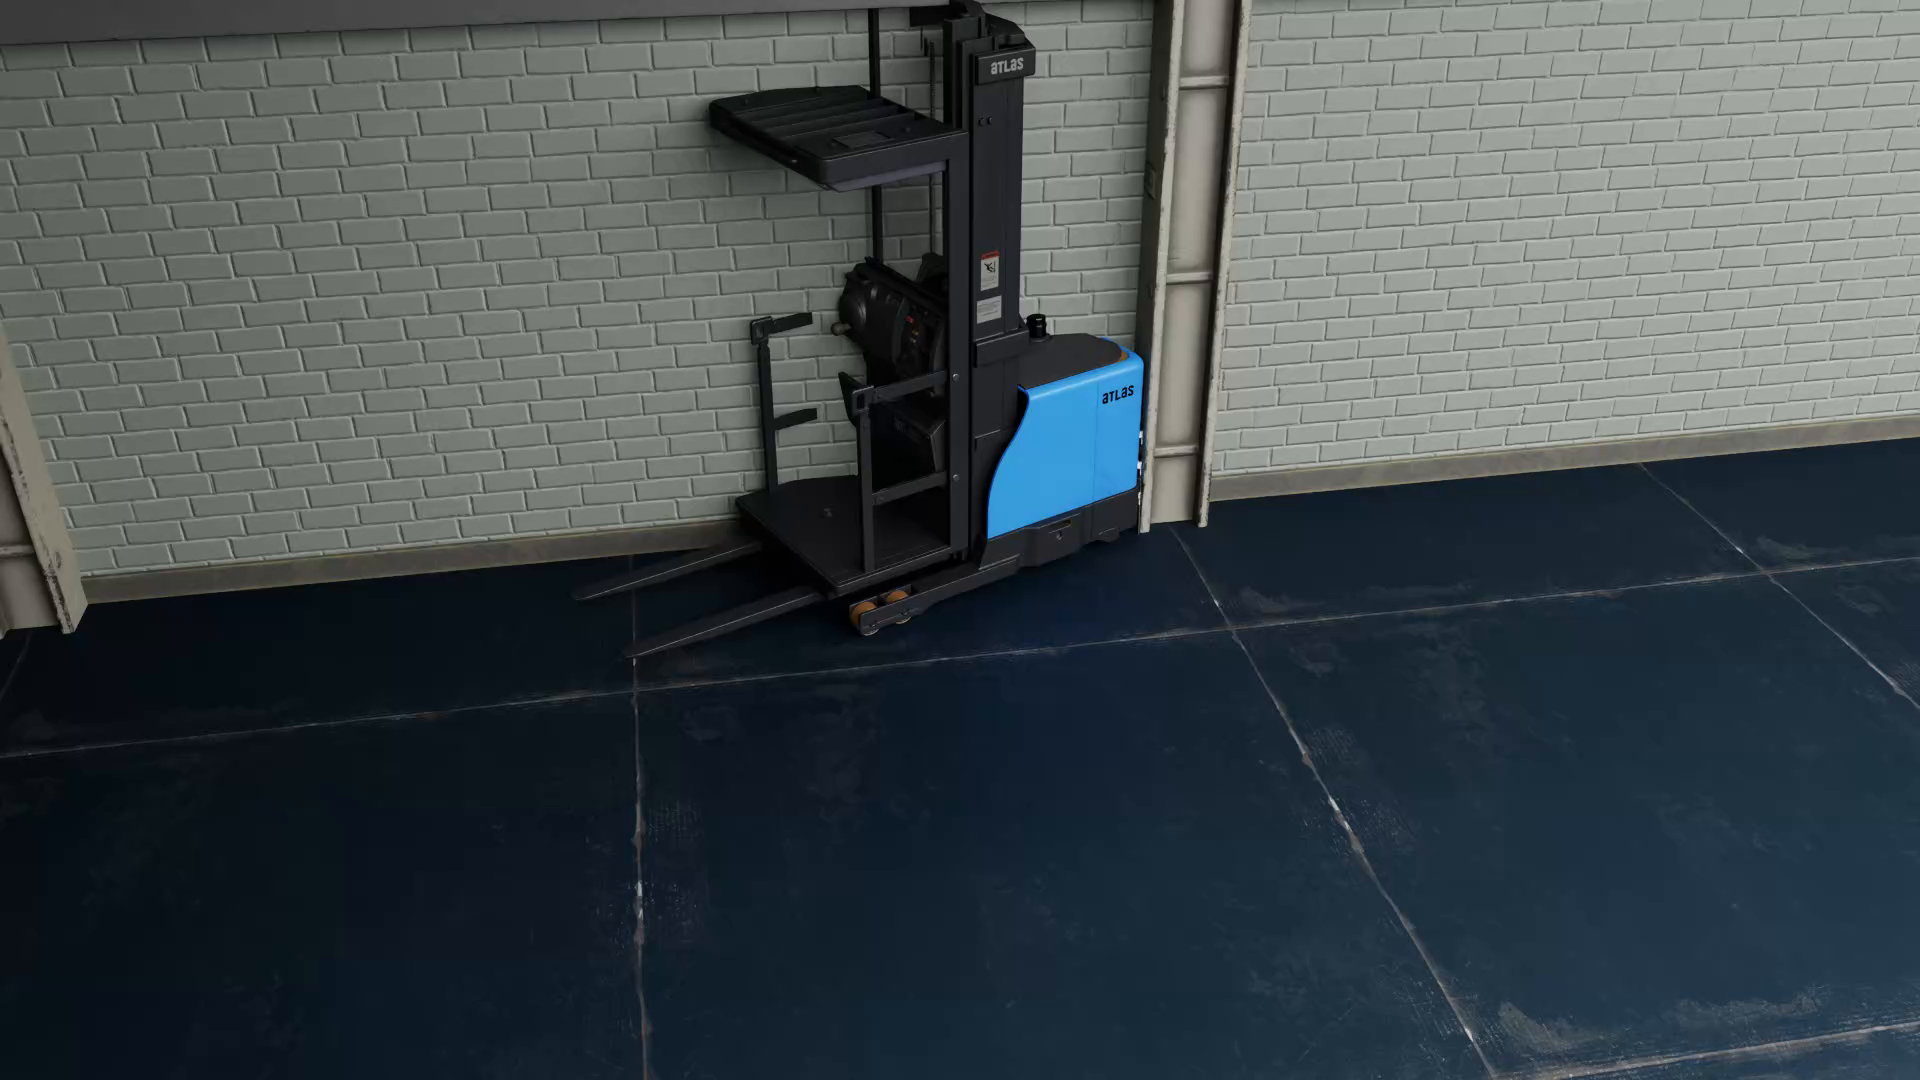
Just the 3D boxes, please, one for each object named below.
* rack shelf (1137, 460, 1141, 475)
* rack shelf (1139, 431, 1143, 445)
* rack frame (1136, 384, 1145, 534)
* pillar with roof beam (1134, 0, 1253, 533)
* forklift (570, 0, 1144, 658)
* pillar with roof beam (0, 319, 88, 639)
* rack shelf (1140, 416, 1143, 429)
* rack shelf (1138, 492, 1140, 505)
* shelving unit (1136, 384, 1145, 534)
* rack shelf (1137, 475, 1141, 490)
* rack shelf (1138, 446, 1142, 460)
[{"bbox_3d":[0.874,-0.435,9.229,0.200,0.077,0.258,-5,25,-10],"label":"rack shelf"},{"bbox_3d":[0.872,-0.598,9.153,0.200,0.077,0.258,-5,25,-10],"label":"rack shelf"},{"bbox_3d":[0.973,-0.474,9.232,0.006,0.900,0.240,-5,25,-10],"label":"rack frame"},{"bbox_3d":[1.949,-1.869,3.550,0.400,9.000,9.100,-5,31,-9],"label":"pillar with roof beam"},{"bbox_3d":[-0.517,-1.086,8.205,3.031,2.935,1.130,-19,35,-29],"label":"forklift"},{"bbox_3d":[-3.953,-1.321,2.619,0.400,9.000,9.100,-5,31,-9],"label":"pillar with roof beam"},{"bbox_3d":[0.871,-0.680,9.115,0.200,0.077,0.258,-5,25,-10],"label":"rack shelf"},{"bbox_3d":[0.875,-0.272,9.305,0.200,0.077,0.258,-5,25,-10],"label":"rack shelf"},{"bbox_3d":[0.874,-0.465,9.215,0.210,0.900,0.258,-5,25,-10],"label":"shelving unit"},{"bbox_3d":[0.875,-0.354,9.267,0.200,0.077,0.258,-5,25,-10],"label":"rack shelf"},{"bbox_3d":[0.873,-0.517,9.191,0.200,0.077,0.258,-5,25,-10],"label":"rack shelf"}]
